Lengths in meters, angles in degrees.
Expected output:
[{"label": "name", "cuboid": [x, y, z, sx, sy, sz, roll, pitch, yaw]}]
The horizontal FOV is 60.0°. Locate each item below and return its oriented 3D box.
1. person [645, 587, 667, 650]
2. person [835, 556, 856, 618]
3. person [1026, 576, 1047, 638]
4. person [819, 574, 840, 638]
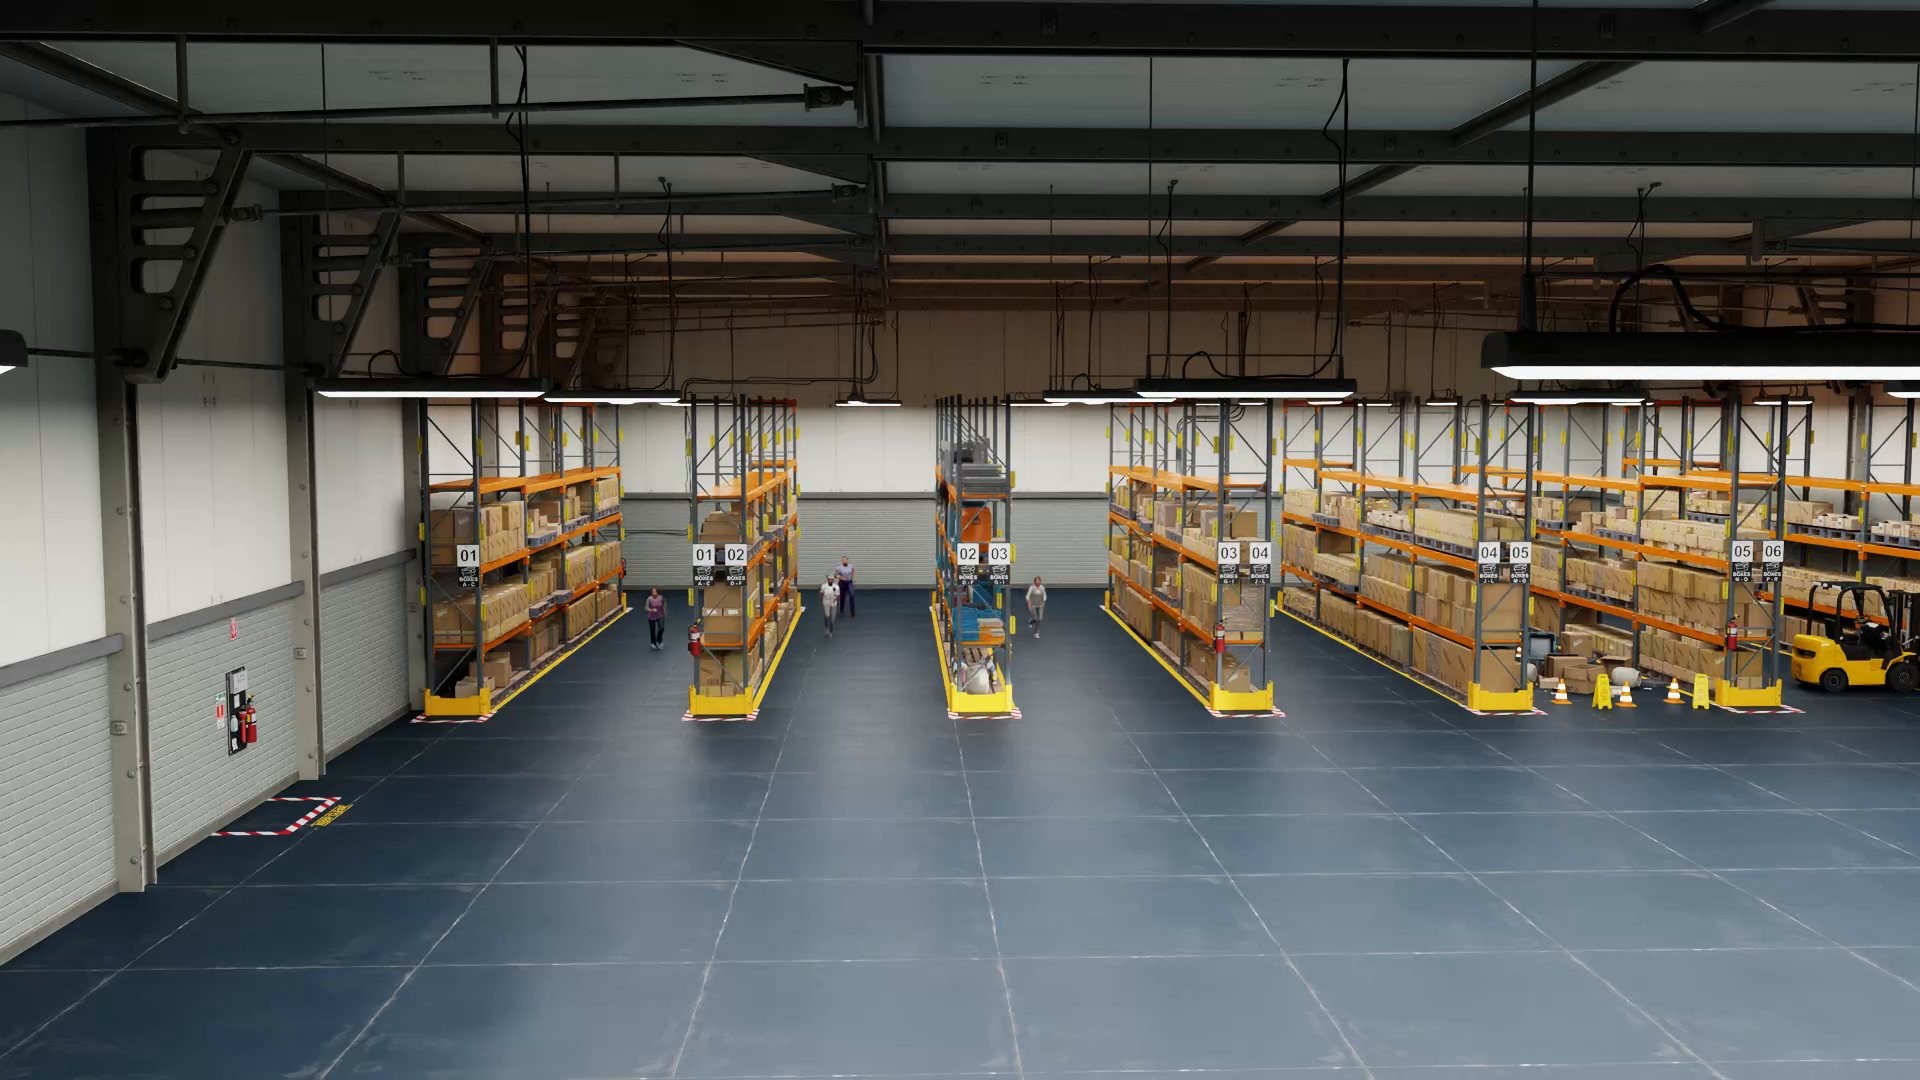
[{"label": "person", "cuboid": [-7.201, 1.852, 39.423, 0.543, 1.517, 0.889, -1, 5, -16]}, {"label": "person", "cuboid": [-3.170, 1.278, 45.991, 0.606, 1.680, 0.864, -1, 5, -15]}, {"label": "person", "cuboid": [1.918, 1.676, 41.771, 0.517, 1.553, 0.586, -1, 5, -13]}, {"label": "person", "cuboid": [-3.214, 1.632, 41.184, 0.485, 1.644, 0.790, -1, 5, -12]}]
